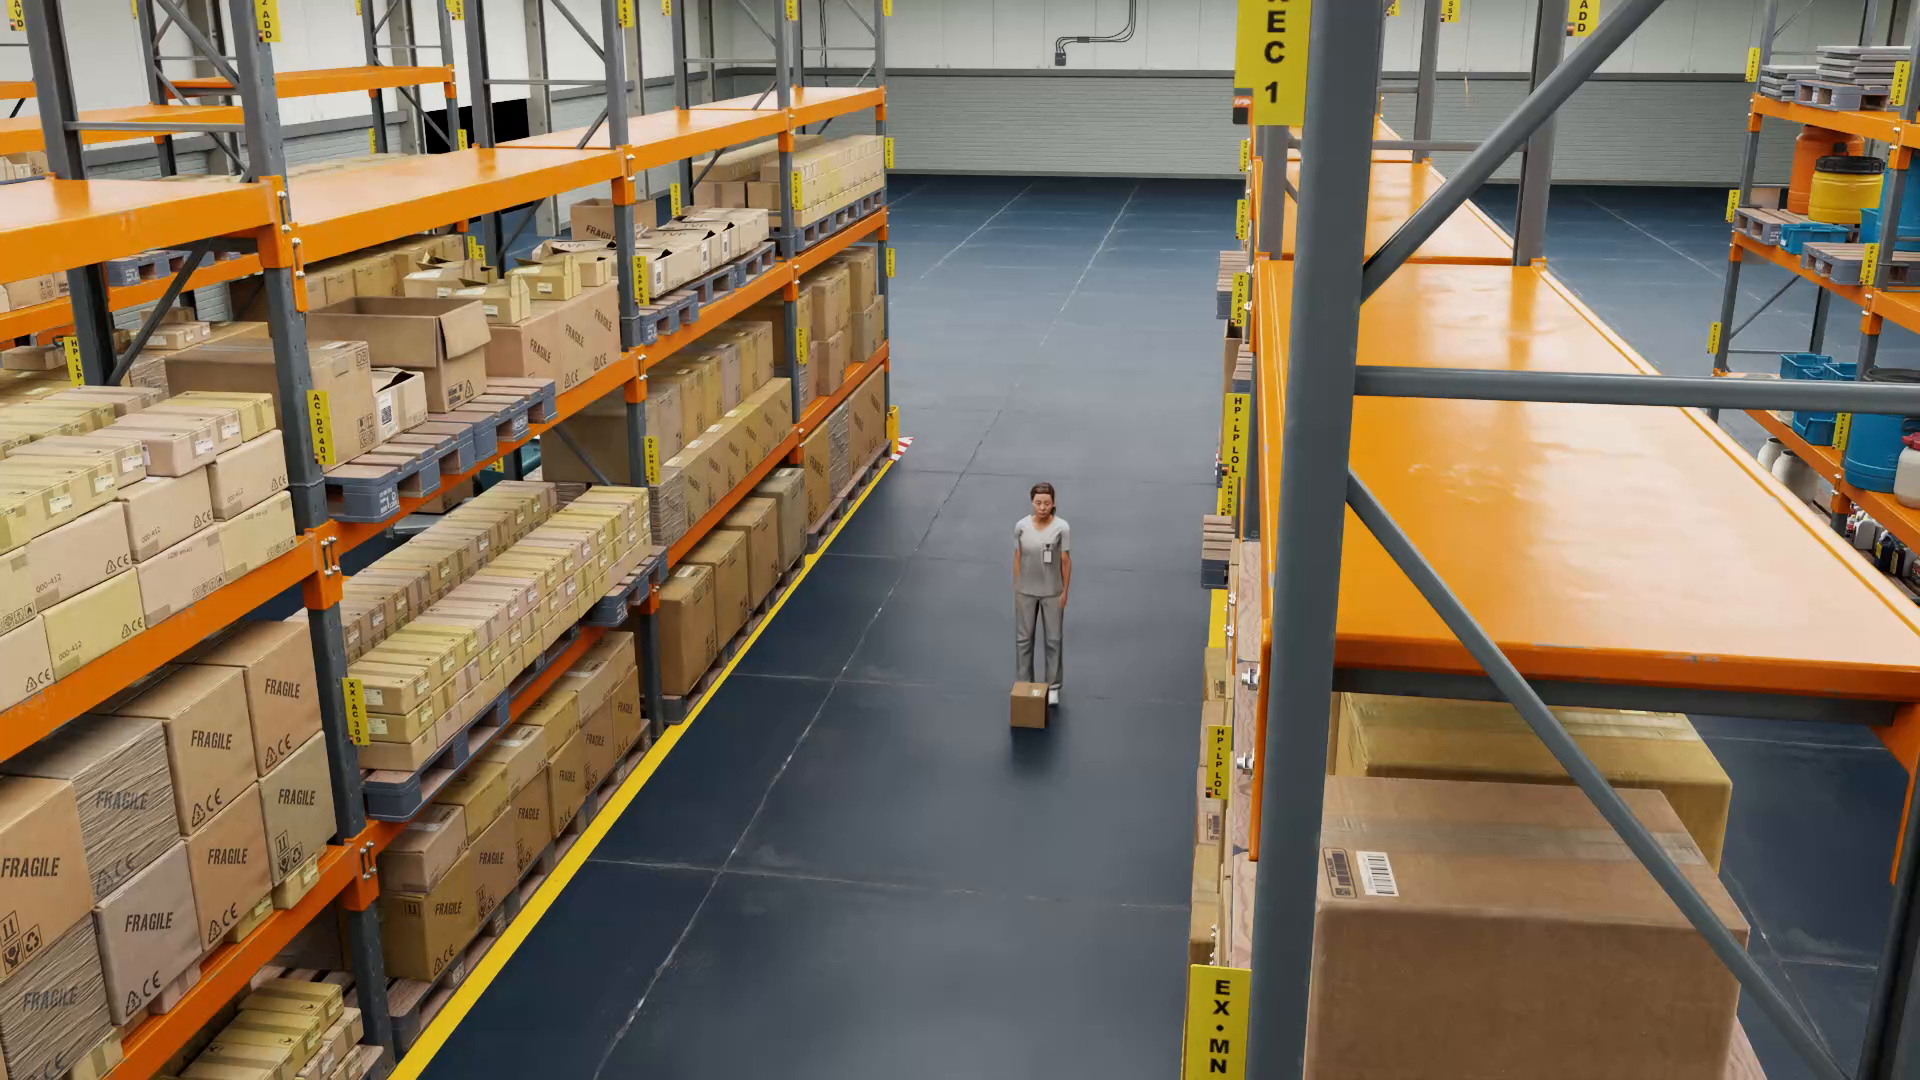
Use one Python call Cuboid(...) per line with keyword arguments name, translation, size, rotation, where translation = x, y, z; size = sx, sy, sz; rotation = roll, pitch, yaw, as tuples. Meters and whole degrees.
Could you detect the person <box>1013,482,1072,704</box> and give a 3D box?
Cuboid(name="person", translation=(0.602, 0.383, 12.330), size=(0.437, 1.671, 0.363), rotation=(3, 18, 10))
